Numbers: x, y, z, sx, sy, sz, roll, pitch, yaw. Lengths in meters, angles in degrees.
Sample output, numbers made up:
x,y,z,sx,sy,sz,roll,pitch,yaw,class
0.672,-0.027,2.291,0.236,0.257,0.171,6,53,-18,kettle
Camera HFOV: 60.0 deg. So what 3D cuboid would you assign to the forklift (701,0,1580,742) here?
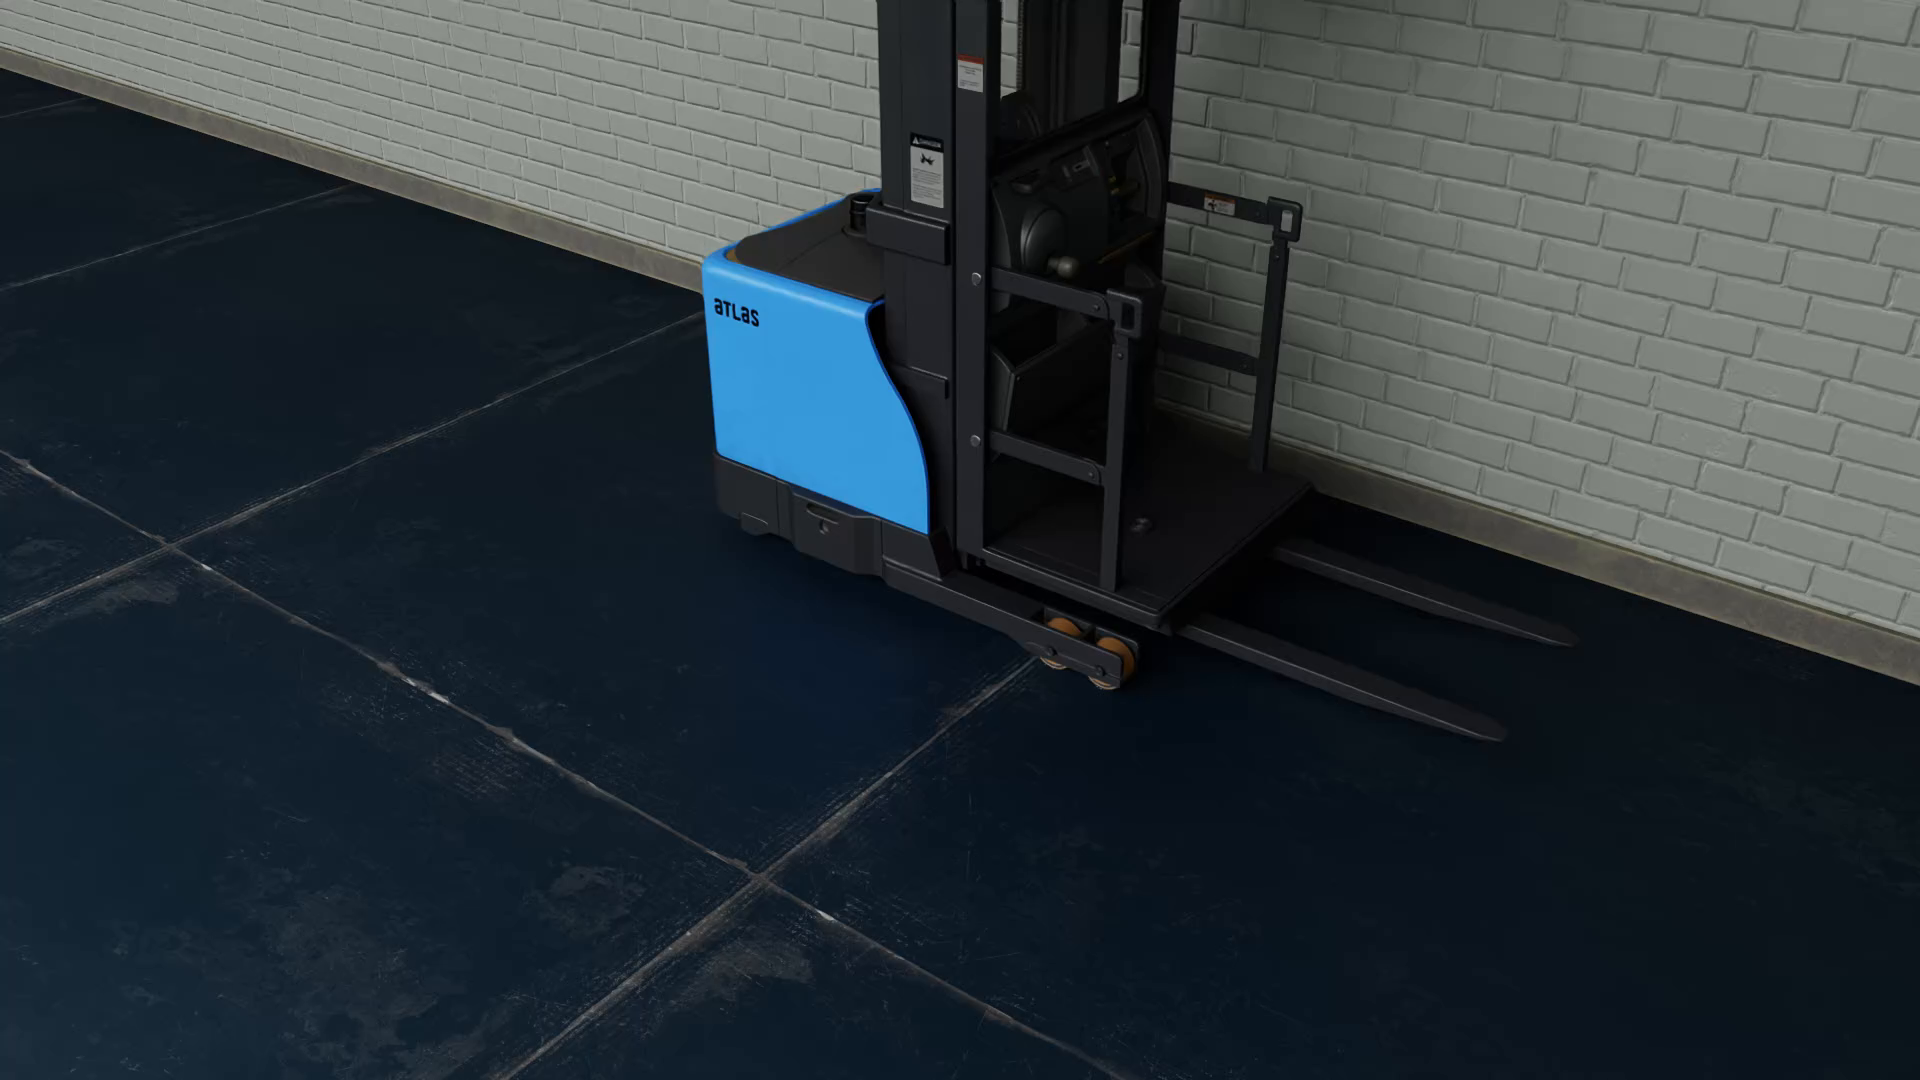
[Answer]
x,y,z,sx,sy,sz,roll,pitch,yaw,class
0.558,-1.081,5.200,3.031,2.935,1.130,21,36,31,forklift
